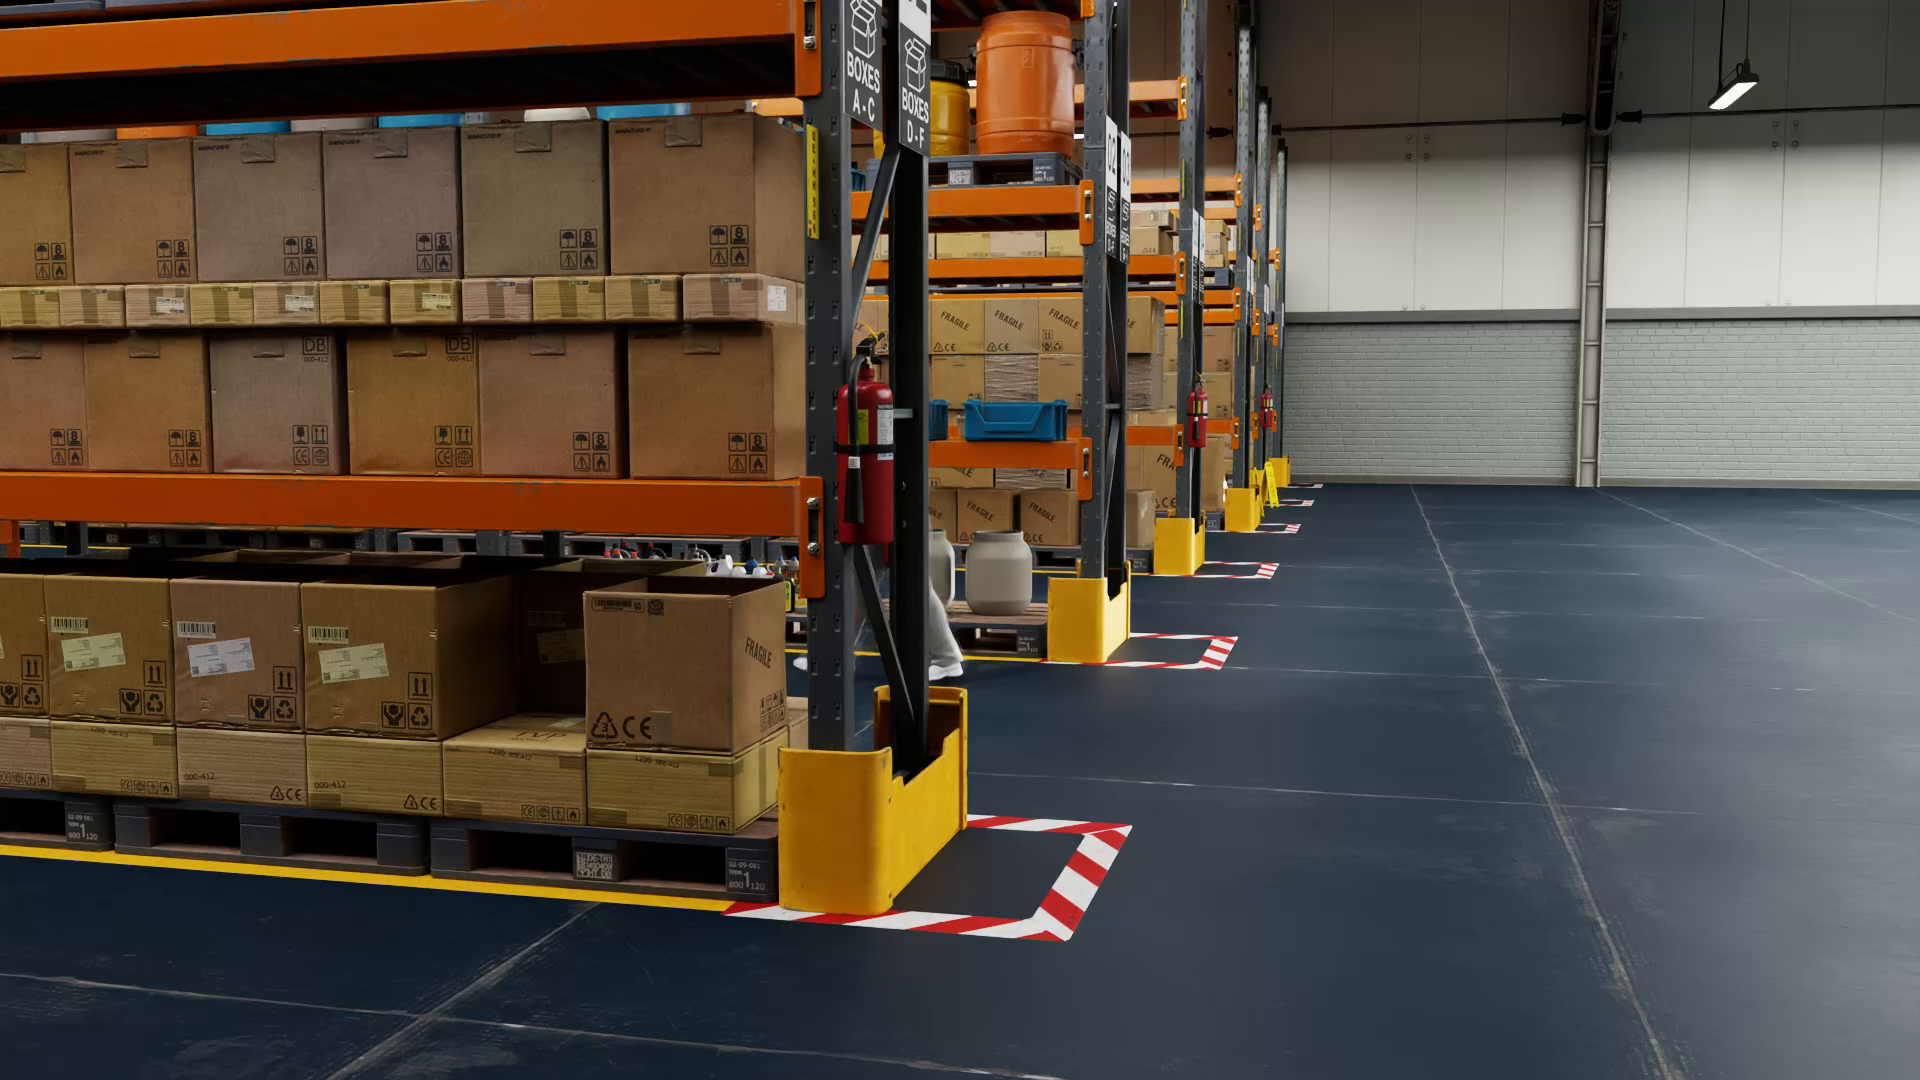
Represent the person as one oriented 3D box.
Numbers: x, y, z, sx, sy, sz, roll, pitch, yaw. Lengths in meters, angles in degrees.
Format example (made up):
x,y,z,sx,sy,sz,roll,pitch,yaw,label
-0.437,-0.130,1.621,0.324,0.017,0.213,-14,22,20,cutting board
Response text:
x,y,z,sx,sy,sz,roll,pitch,yaw,label
-0.449,-0.053,9.083,0.925,1.622,0.455,-1,5,-7,person
